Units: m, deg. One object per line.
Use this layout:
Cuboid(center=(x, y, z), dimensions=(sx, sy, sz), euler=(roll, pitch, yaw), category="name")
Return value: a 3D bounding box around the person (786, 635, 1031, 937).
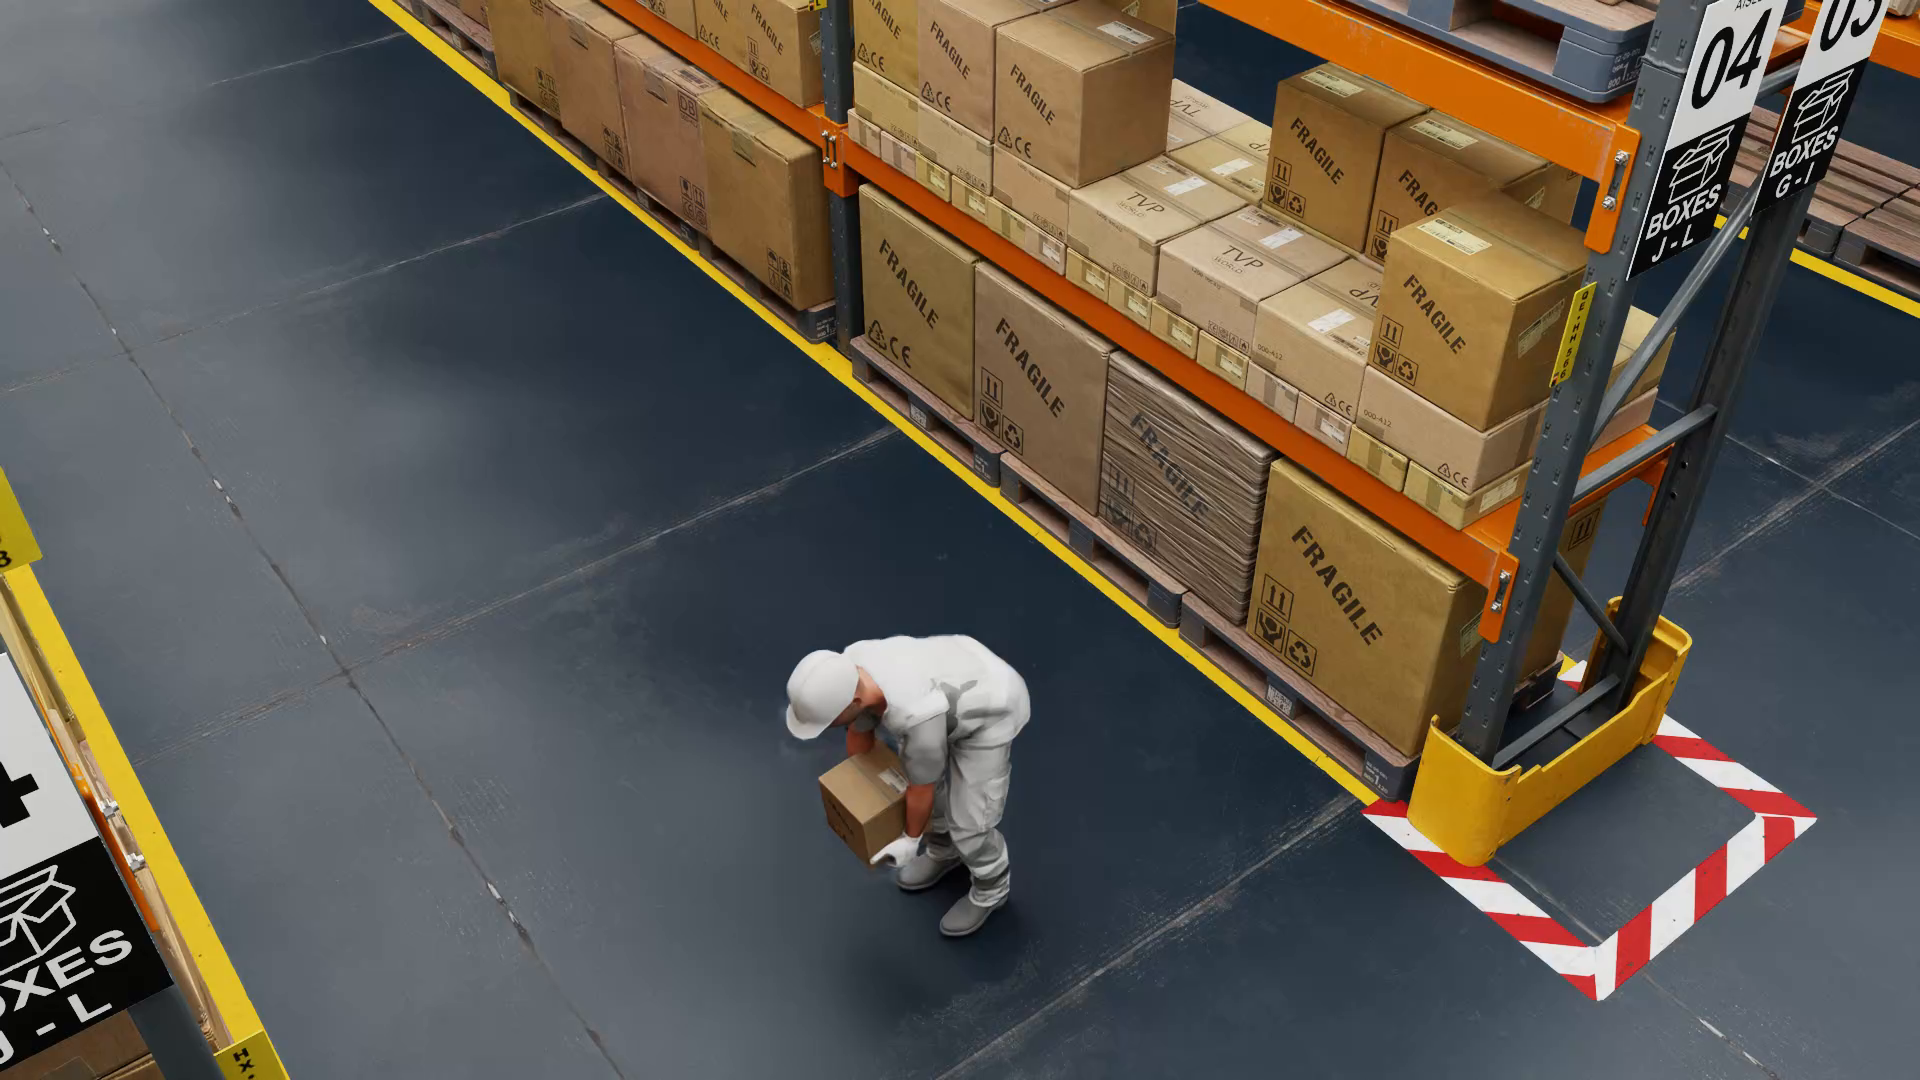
Cuboid(center=(-0.171, 0.784, 5.446), dimensions=(0.858, 1.472, 0.482), euler=(-27, 47, -29), category="person")
